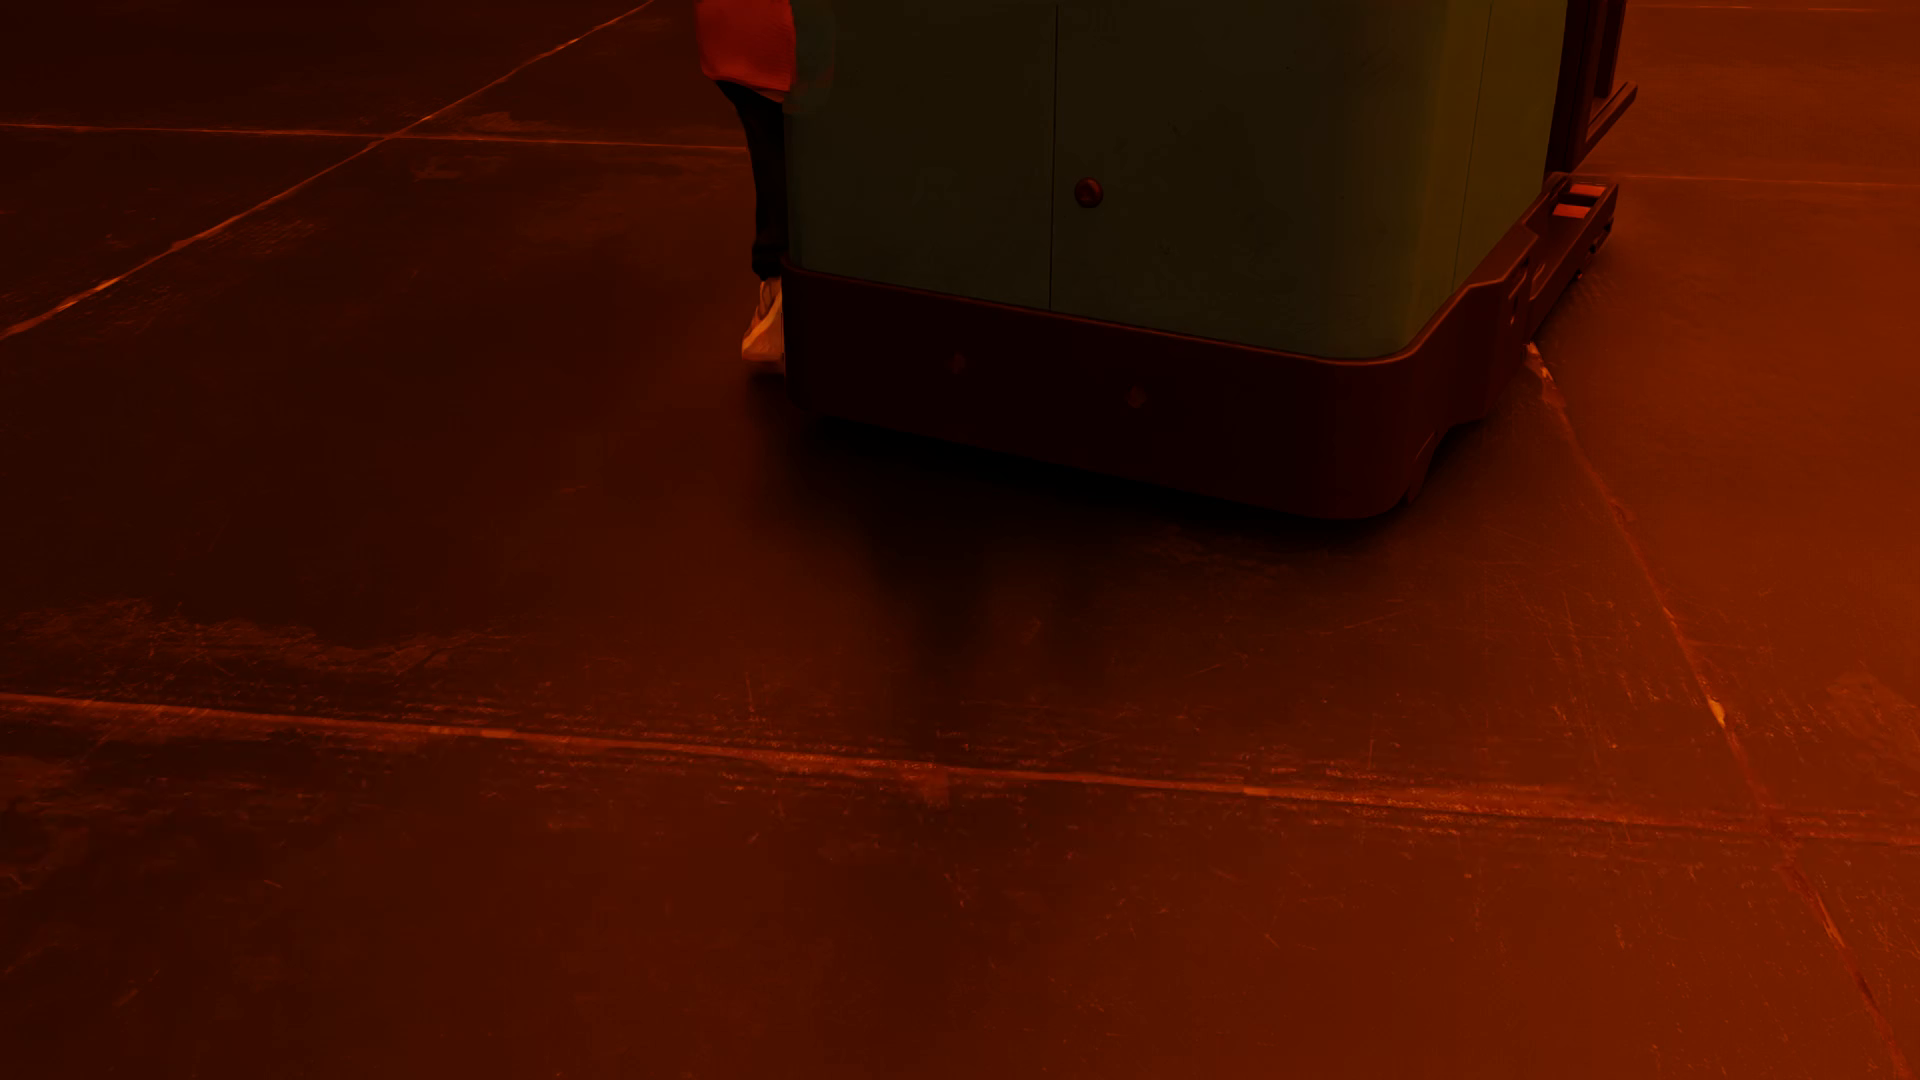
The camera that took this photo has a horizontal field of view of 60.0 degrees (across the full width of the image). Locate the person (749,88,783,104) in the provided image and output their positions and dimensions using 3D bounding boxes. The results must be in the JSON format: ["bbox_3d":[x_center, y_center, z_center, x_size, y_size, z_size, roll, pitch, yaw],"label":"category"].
[{"bbox_3d":[-0.180,-1.177,2.704,0.706,0.802,0.658,15,30,28],"label":"person"}]

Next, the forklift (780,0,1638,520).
[{"bbox_3d":[0.846,-1.964,3.154,1.130,2.935,3.031,13,30,25],"label":"forklift"}]
